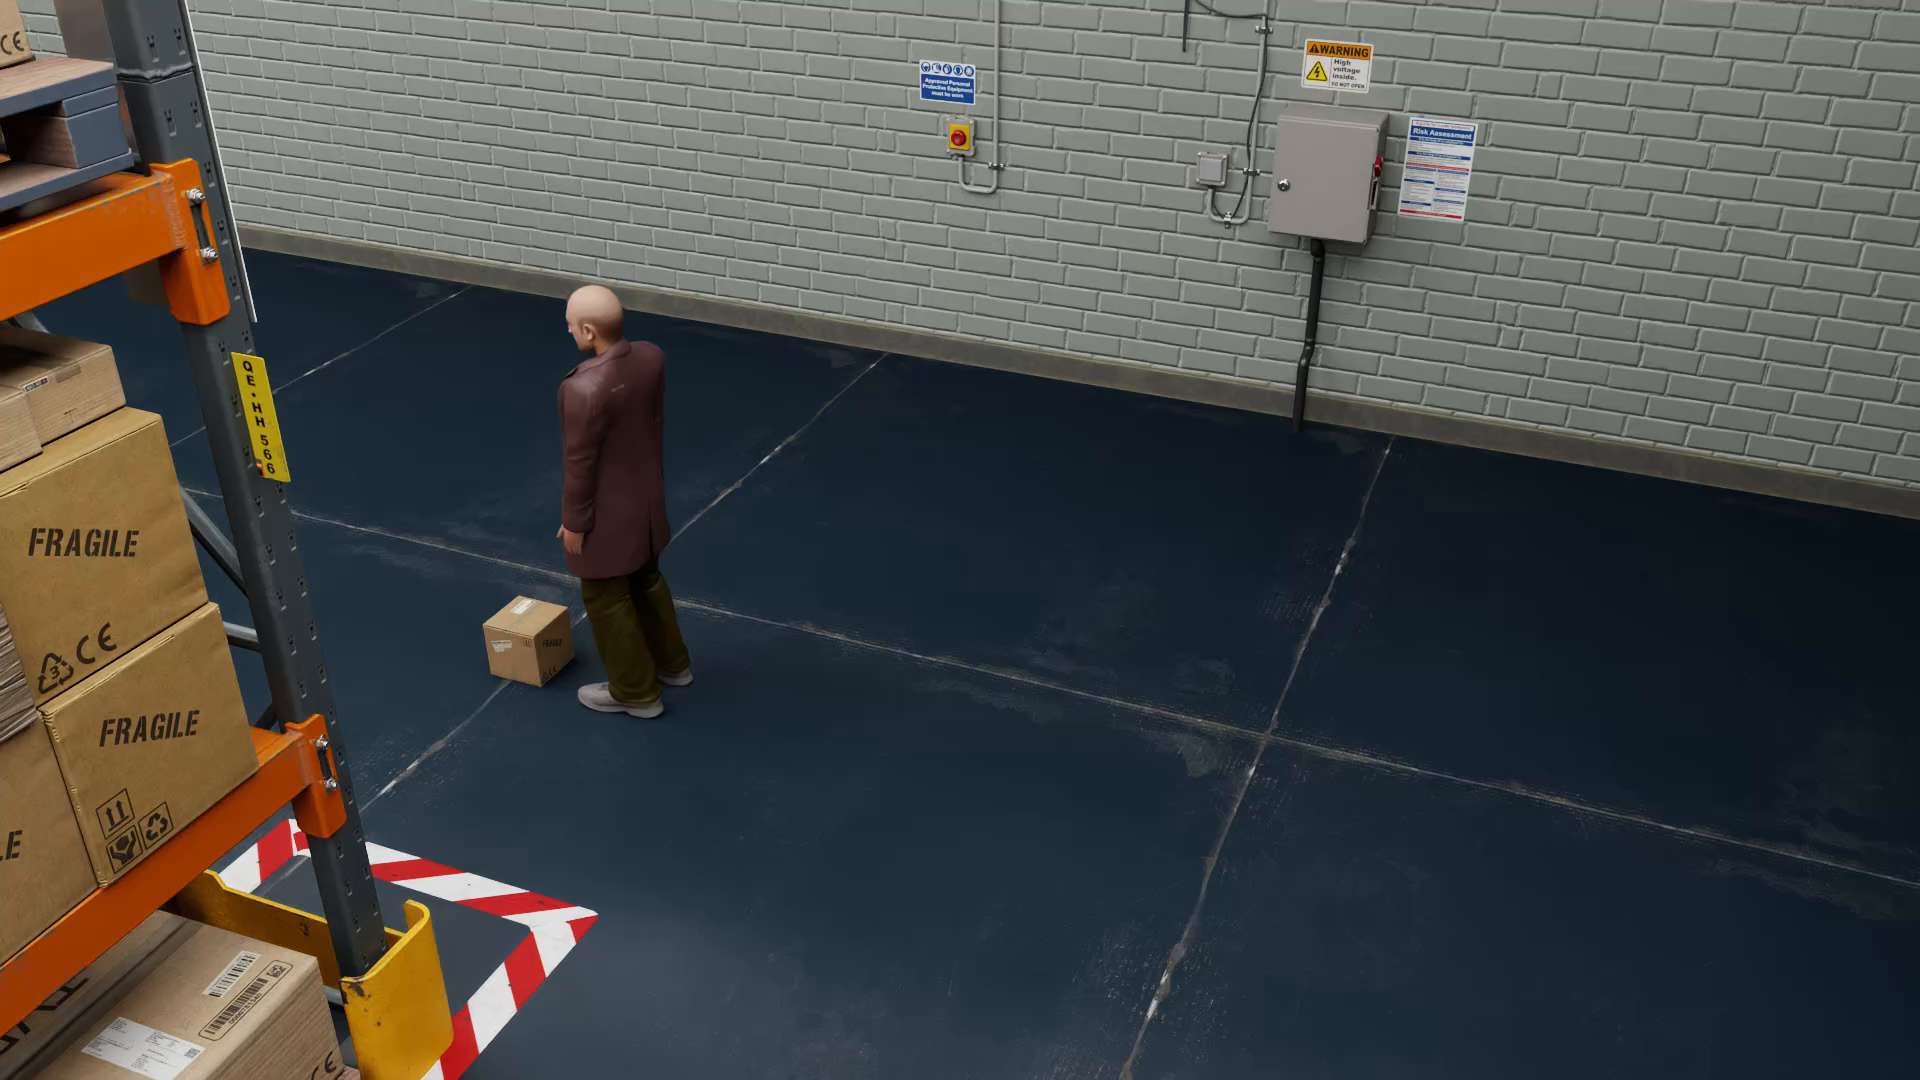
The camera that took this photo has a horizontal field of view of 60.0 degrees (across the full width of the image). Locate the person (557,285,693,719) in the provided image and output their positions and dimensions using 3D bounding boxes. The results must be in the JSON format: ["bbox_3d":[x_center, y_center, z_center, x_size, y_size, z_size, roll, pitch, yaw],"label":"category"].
[{"bbox_3d":[-1.339,-0.139,6.396,0.384,1.774,0.563,12,31,20],"label":"person"}]
